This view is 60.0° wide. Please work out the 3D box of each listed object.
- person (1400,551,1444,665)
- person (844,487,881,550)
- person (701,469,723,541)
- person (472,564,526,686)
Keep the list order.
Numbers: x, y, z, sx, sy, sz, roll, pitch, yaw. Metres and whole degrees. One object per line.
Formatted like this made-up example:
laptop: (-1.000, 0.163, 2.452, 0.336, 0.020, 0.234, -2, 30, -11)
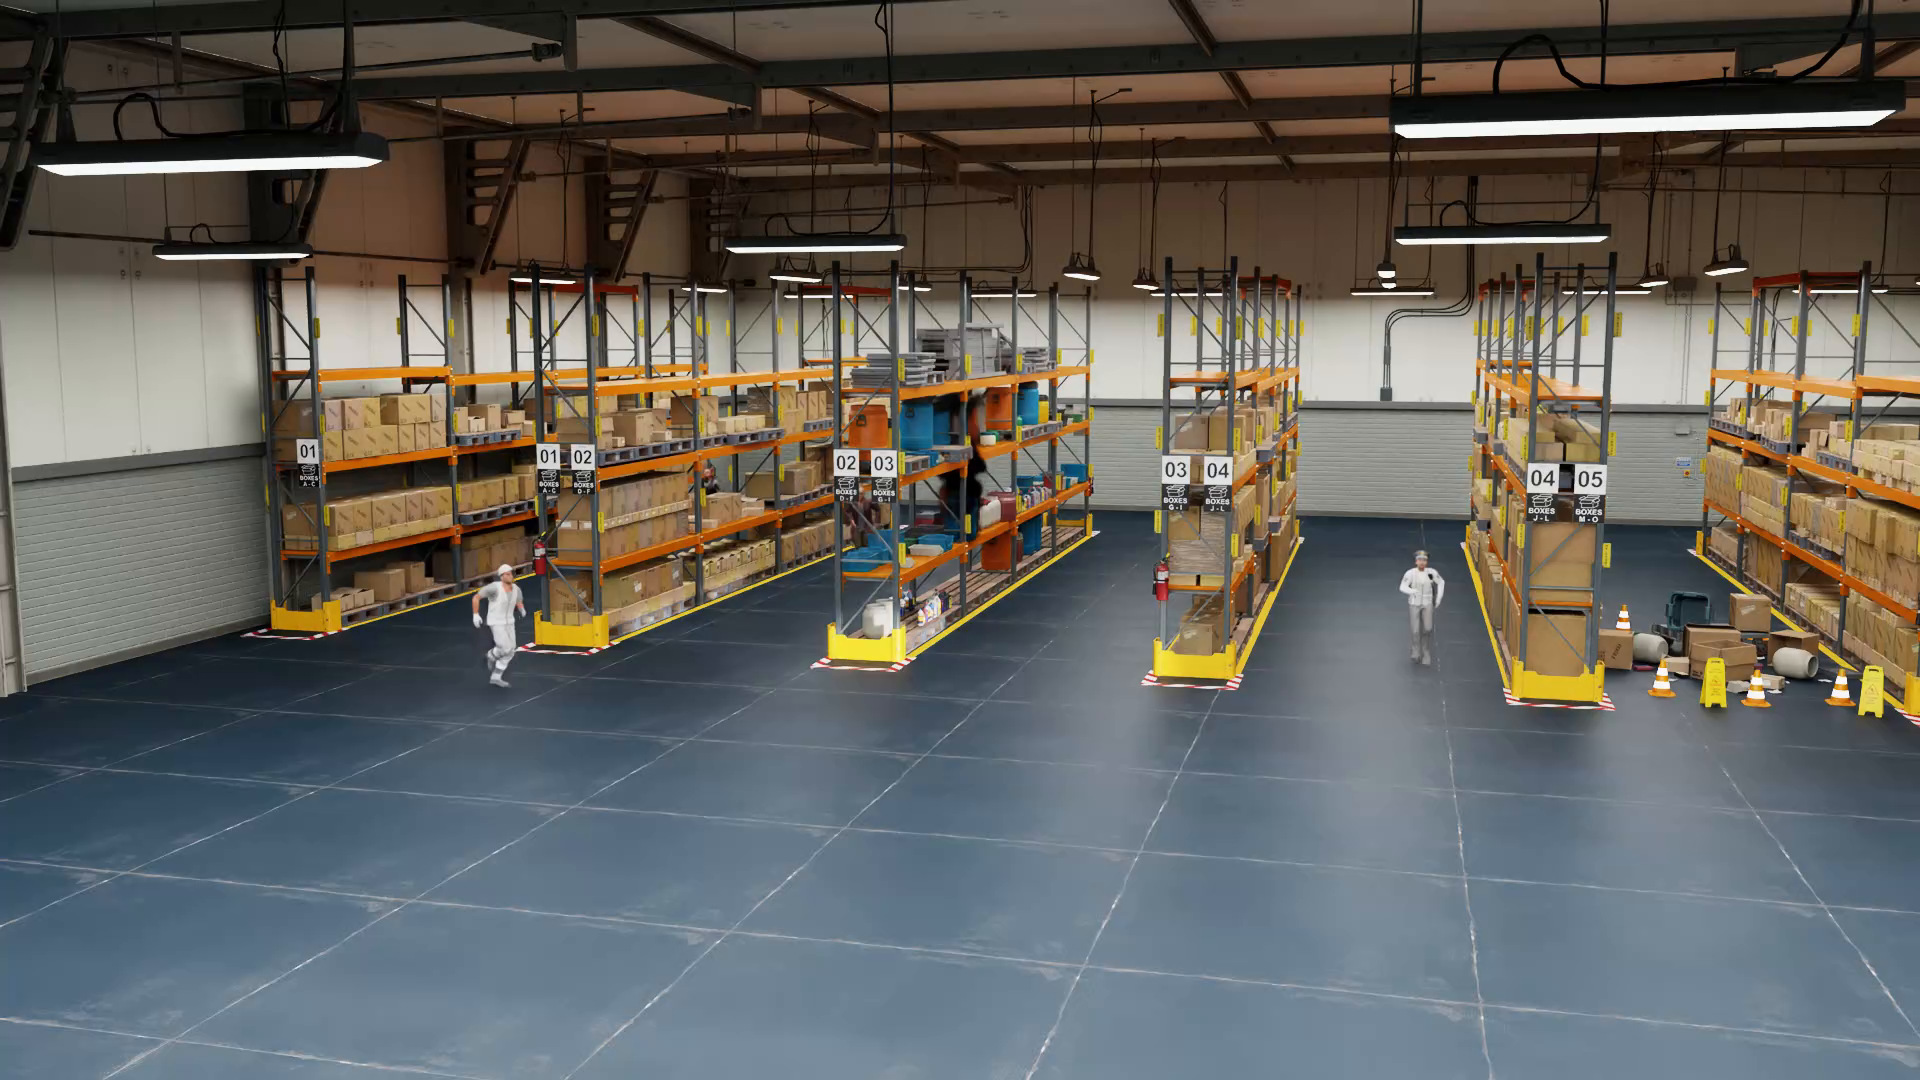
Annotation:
person: (6.914, 1.012, 24.928, 0.640, 1.735, 0.698, 2, 8, 15)
person: (-1.888, -0.201, 32.298, 0.704, 1.700, 0.798, 1, 7, 10)
person: (-5.980, -0.854, 39.646, 0.682, 1.702, 0.605, 1, 7, 8)
person: (-6.398, 1.203, 23.314, 0.654, 1.728, 0.709, 6, 9, 38)
